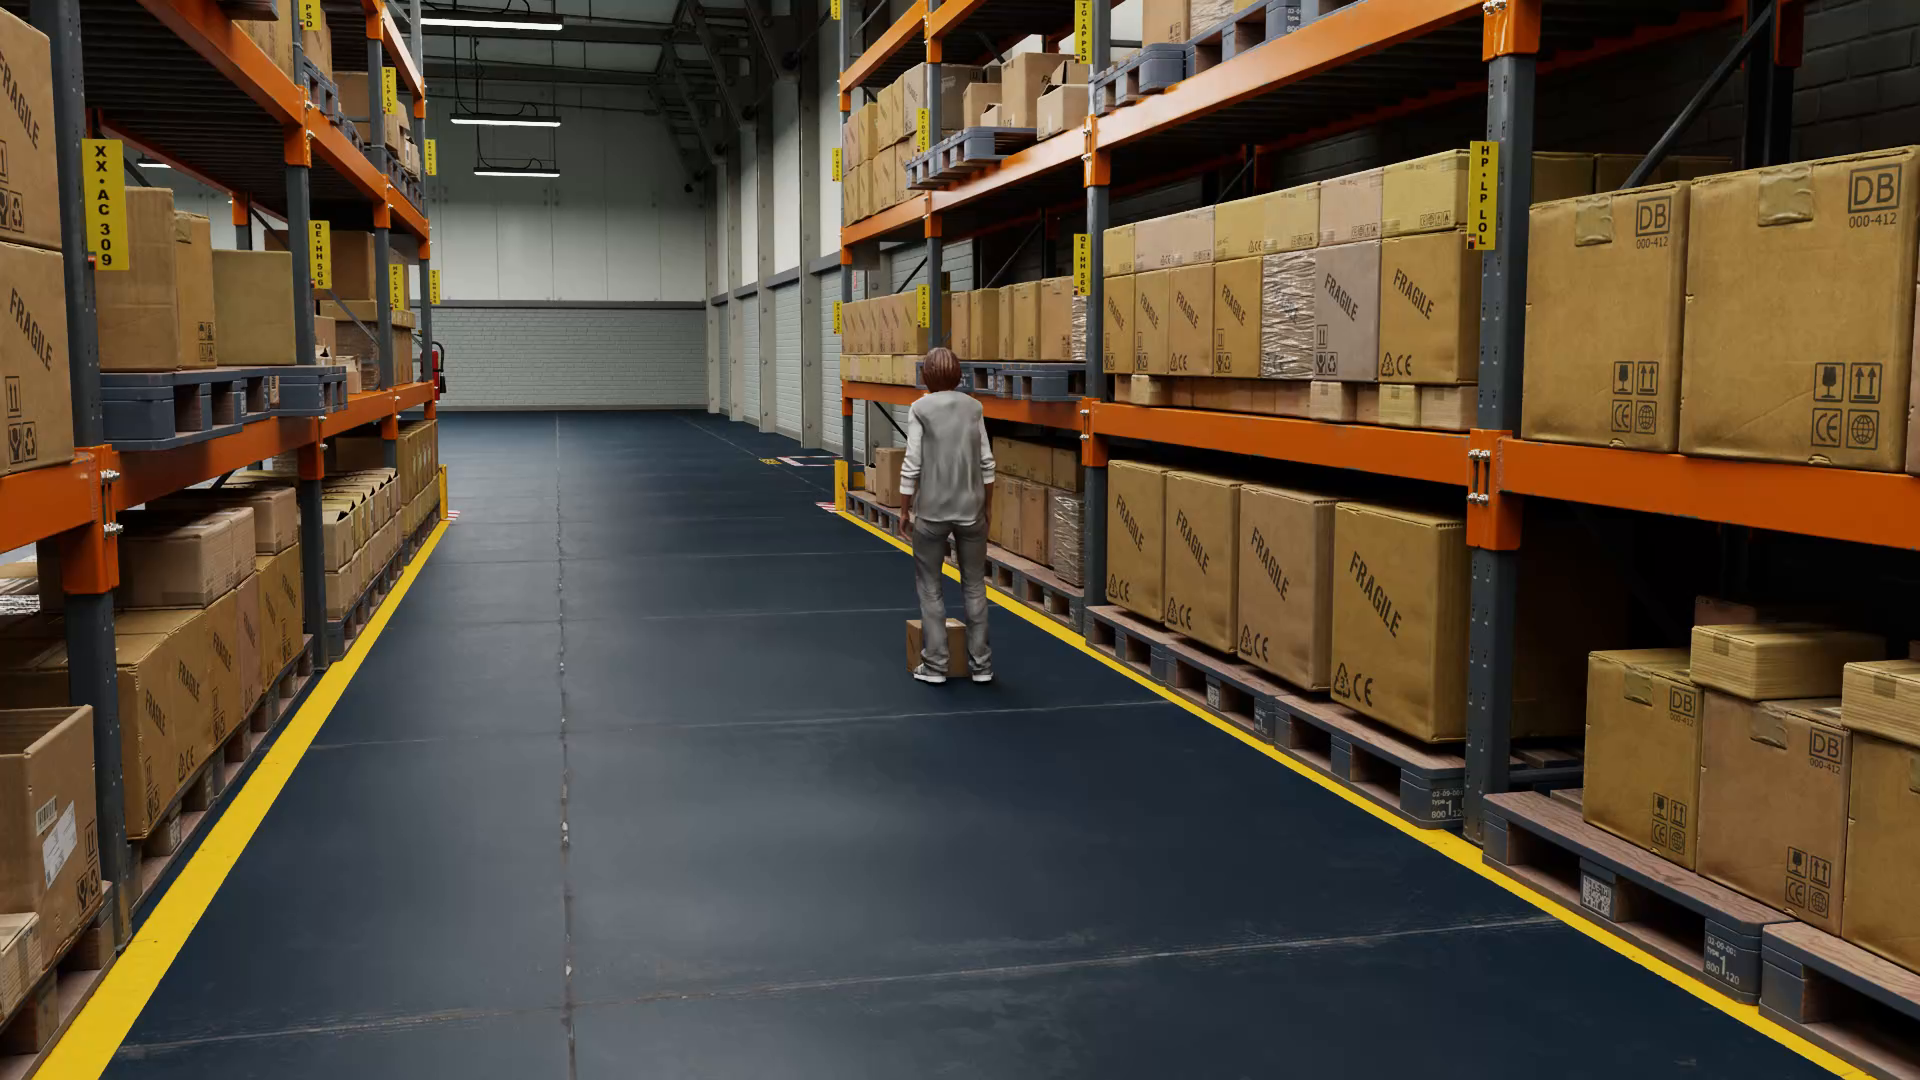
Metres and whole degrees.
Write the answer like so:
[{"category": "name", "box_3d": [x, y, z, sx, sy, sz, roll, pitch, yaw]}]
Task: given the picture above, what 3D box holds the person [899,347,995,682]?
[{"category": "person", "box_3d": [-0.057, -0.112, 7.883, 0.485, 1.594, 0.370, -2, 7, -17]}]
